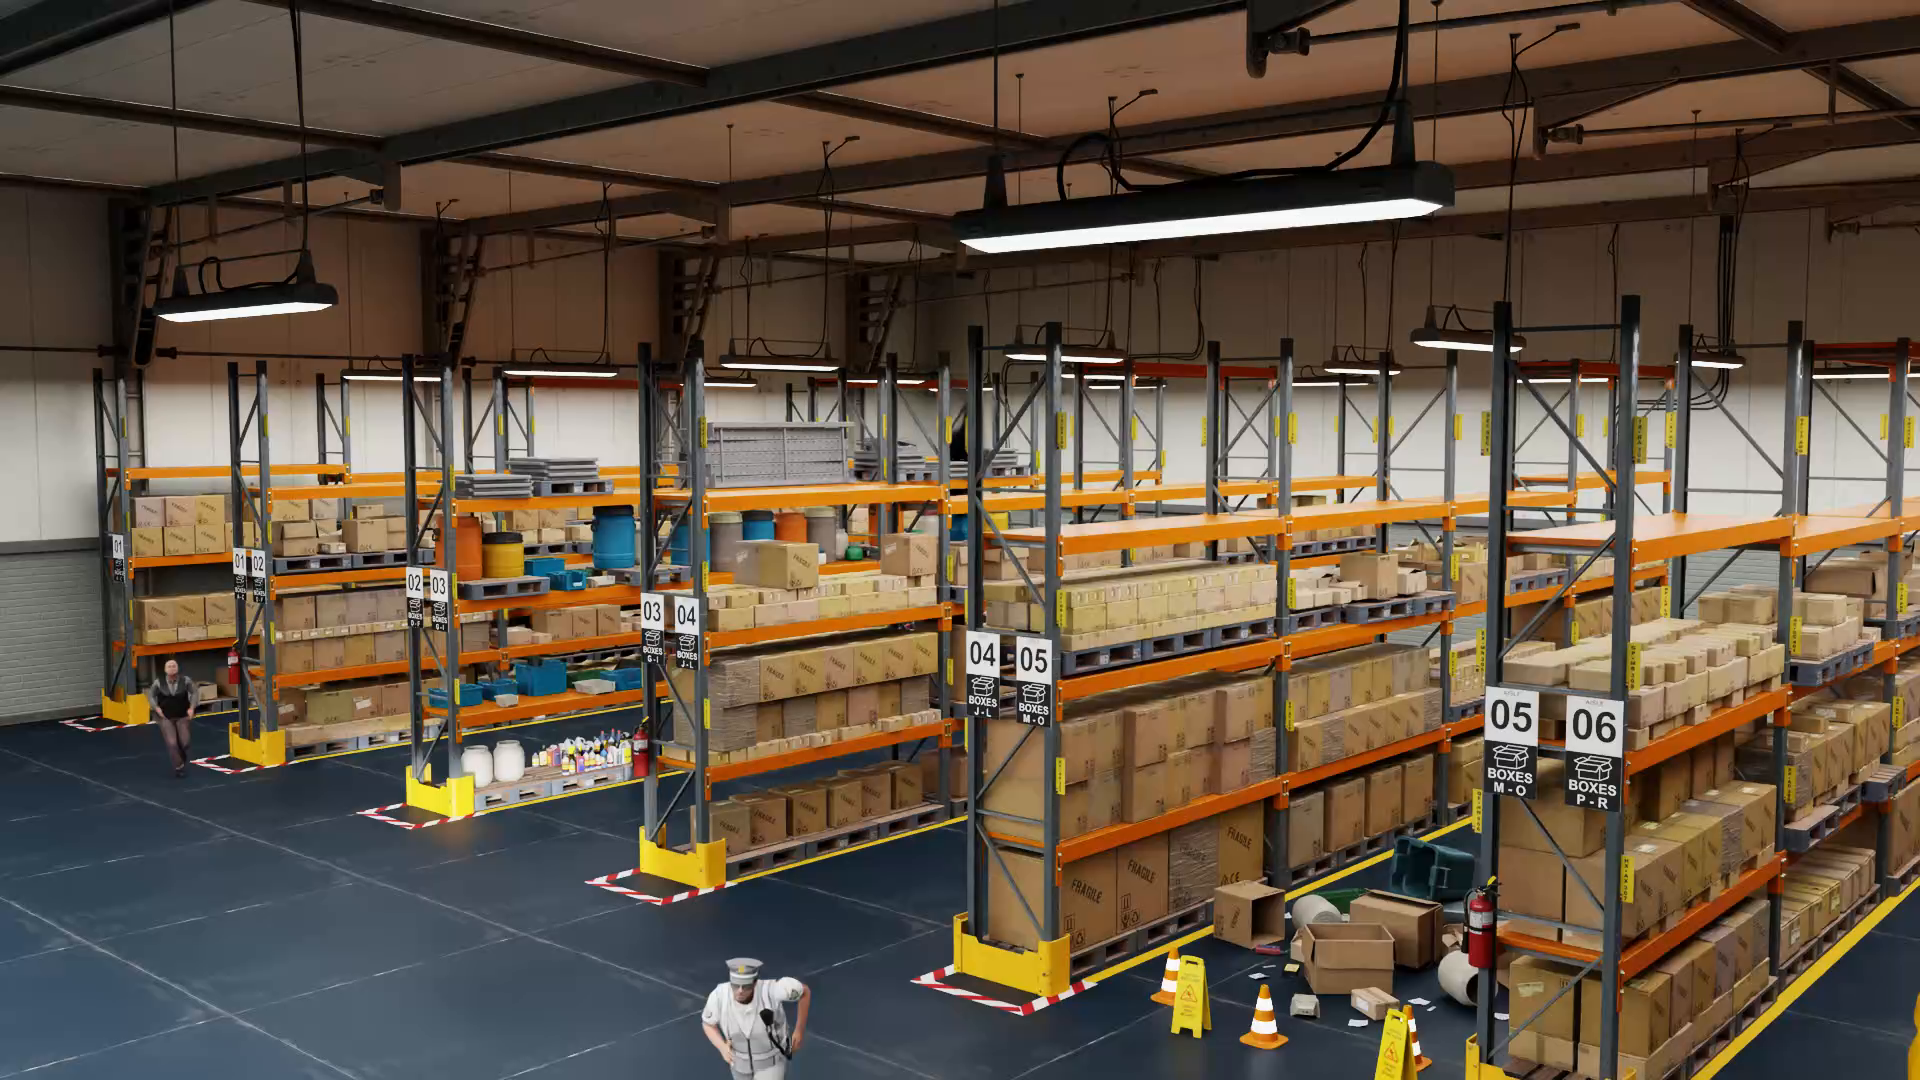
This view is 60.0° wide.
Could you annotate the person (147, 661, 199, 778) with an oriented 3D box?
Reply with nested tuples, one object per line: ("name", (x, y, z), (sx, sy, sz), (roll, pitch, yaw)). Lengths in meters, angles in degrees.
("person", (-11.370, 2.566, 24.044), (0.678, 1.686, 0.581), (-2, 5, -28))

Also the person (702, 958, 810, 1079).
("person", (-1.350, 3.549, 11.225), (0.708, 1.718, 1.003), (0, 4, 5))

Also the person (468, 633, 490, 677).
("person", (-9.103, 2.082, 31.171), (0.736, 1.596, 0.867), (1, 4, 15))
